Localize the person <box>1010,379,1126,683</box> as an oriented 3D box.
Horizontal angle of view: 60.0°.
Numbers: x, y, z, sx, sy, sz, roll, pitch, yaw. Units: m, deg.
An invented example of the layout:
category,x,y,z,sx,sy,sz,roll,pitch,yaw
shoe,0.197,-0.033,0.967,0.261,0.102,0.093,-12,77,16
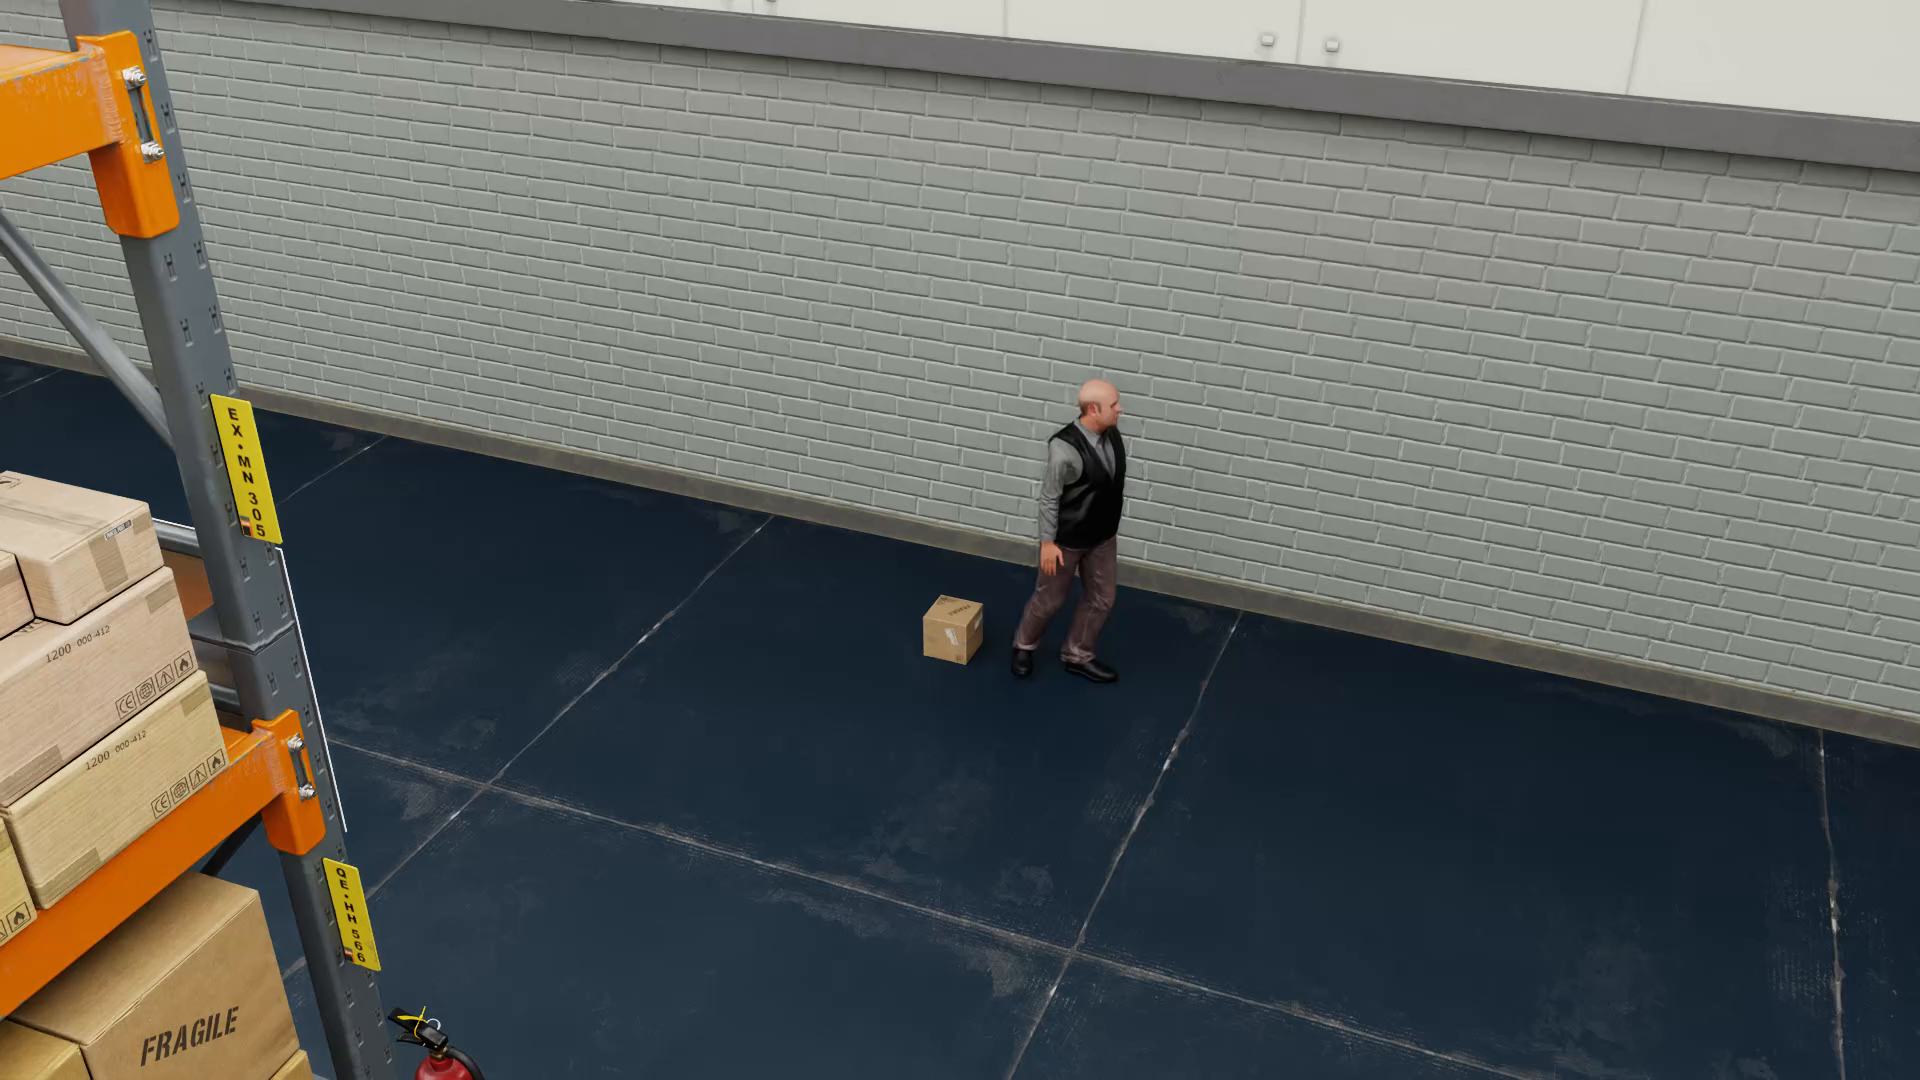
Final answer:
category,x,y,z,sx,sy,sz,roll,pitch,yaw
person,0.564,-0.052,8.519,0.567,1.708,0.560,-26,39,-38
